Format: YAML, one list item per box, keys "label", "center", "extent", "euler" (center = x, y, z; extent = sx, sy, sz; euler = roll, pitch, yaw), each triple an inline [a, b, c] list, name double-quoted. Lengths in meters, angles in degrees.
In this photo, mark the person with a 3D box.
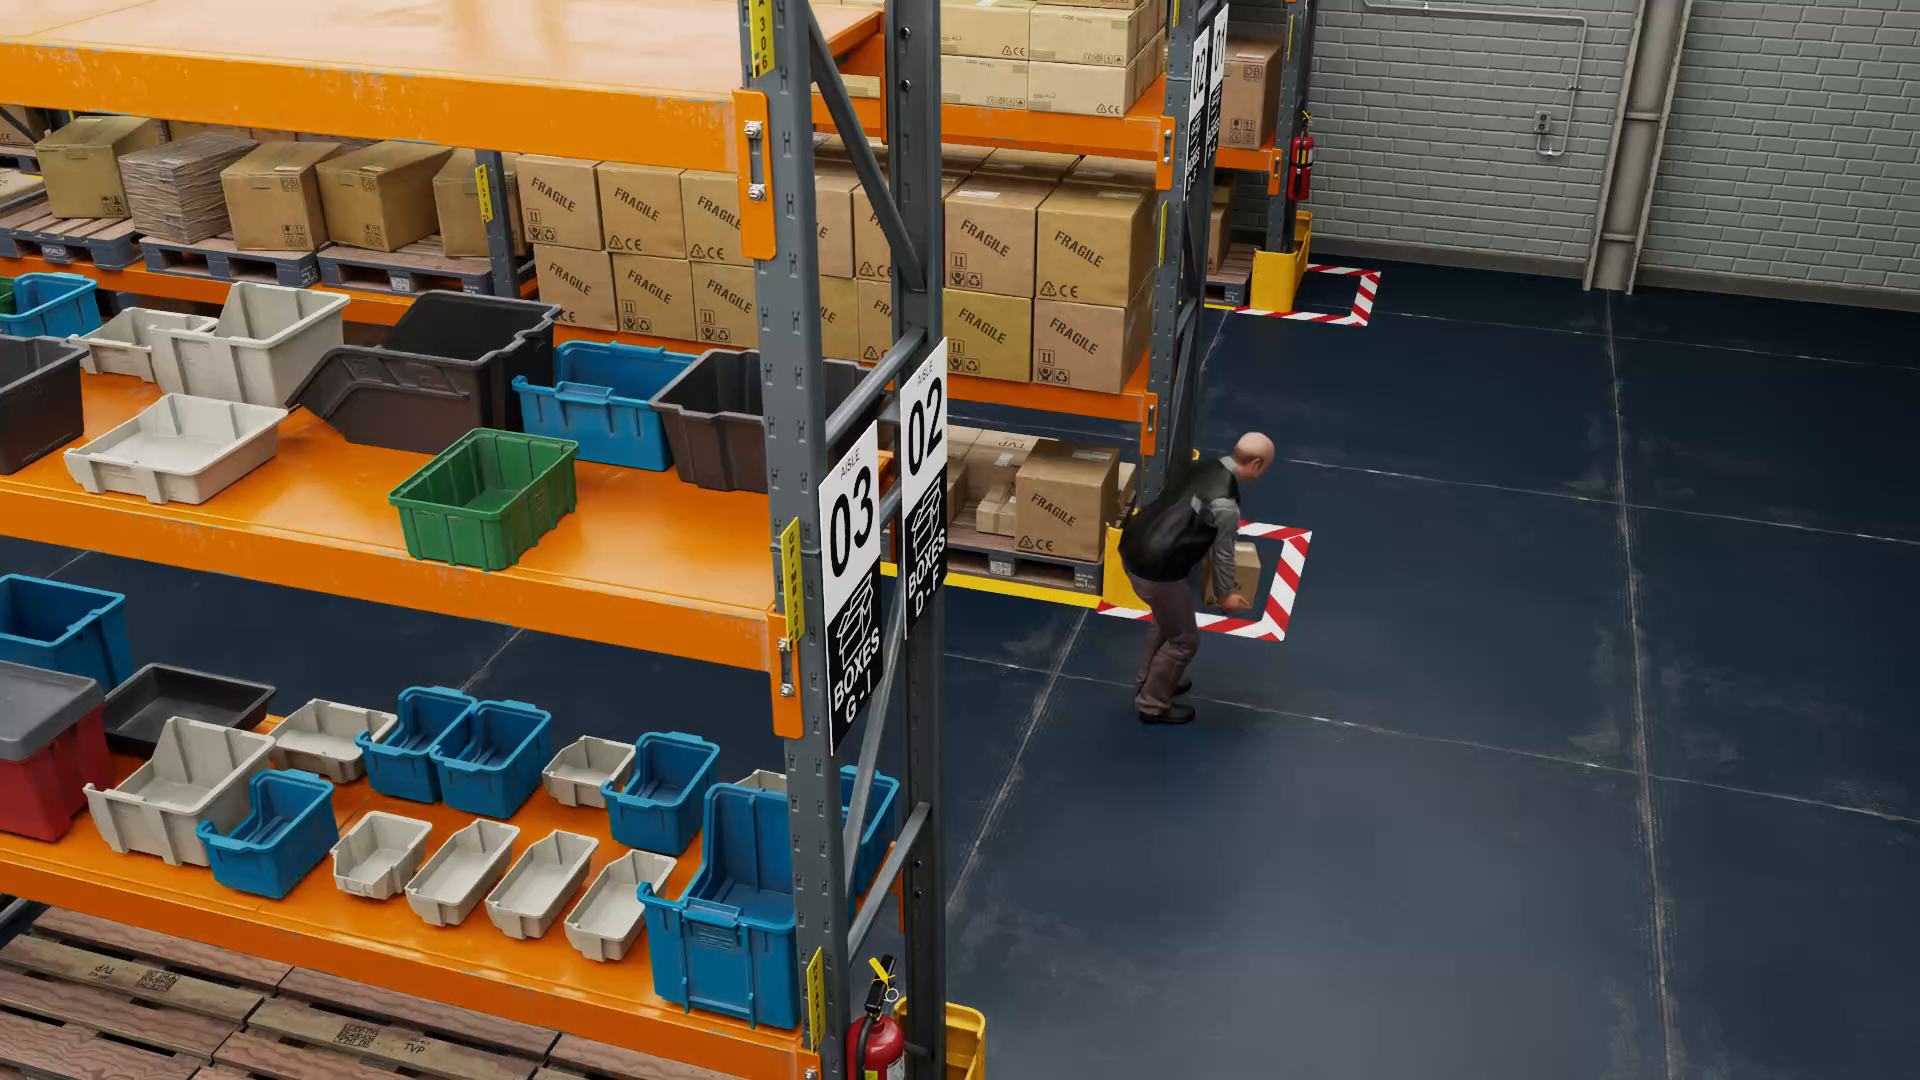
- label: "person"
  center: [1.175, 0.179, 8.416]
  extent: [0.751, 1.529, 0.476]
  euler: [-5, 29, -9]
